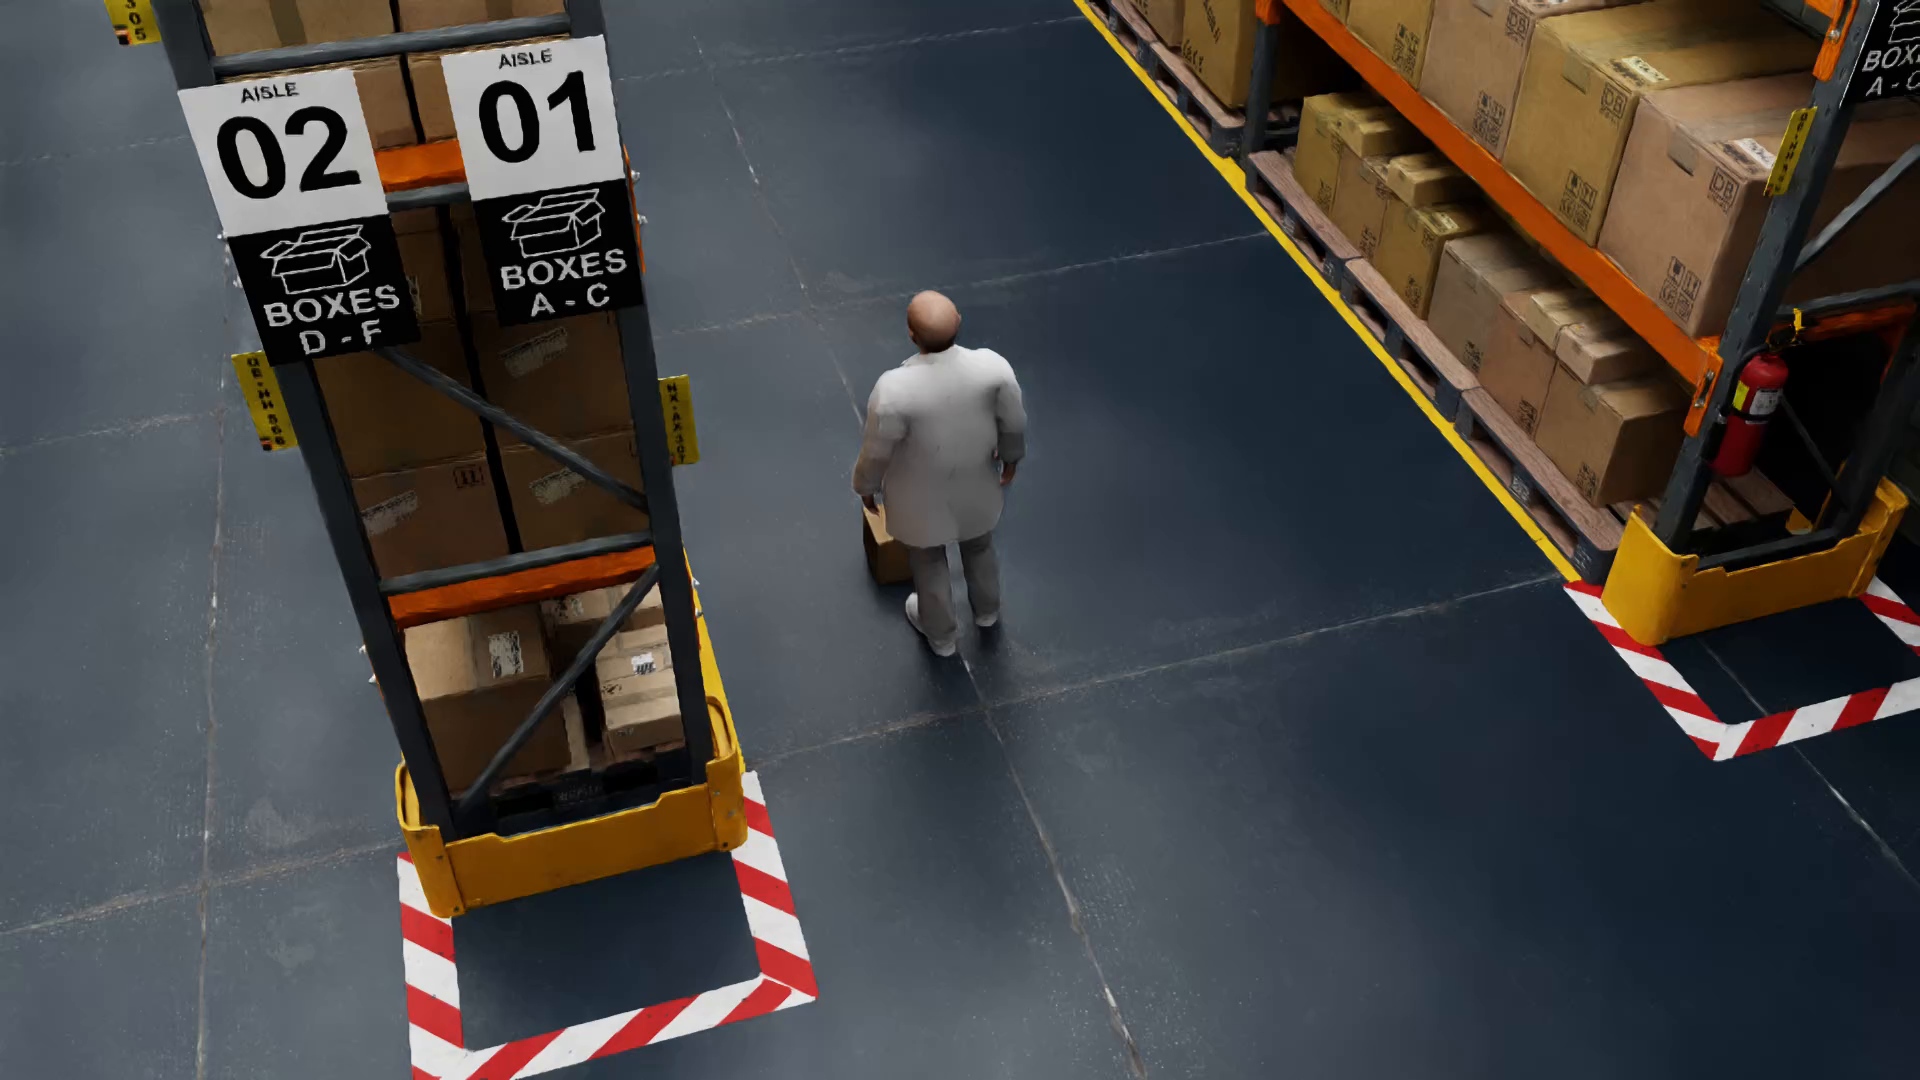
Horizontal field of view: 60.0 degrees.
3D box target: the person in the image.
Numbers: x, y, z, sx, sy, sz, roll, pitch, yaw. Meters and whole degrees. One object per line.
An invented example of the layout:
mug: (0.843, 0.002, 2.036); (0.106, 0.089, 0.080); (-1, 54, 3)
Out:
person: (-0.099, -0.296, 6.490); (0.694, 1.775, 0.582); (-11, 43, -12)
